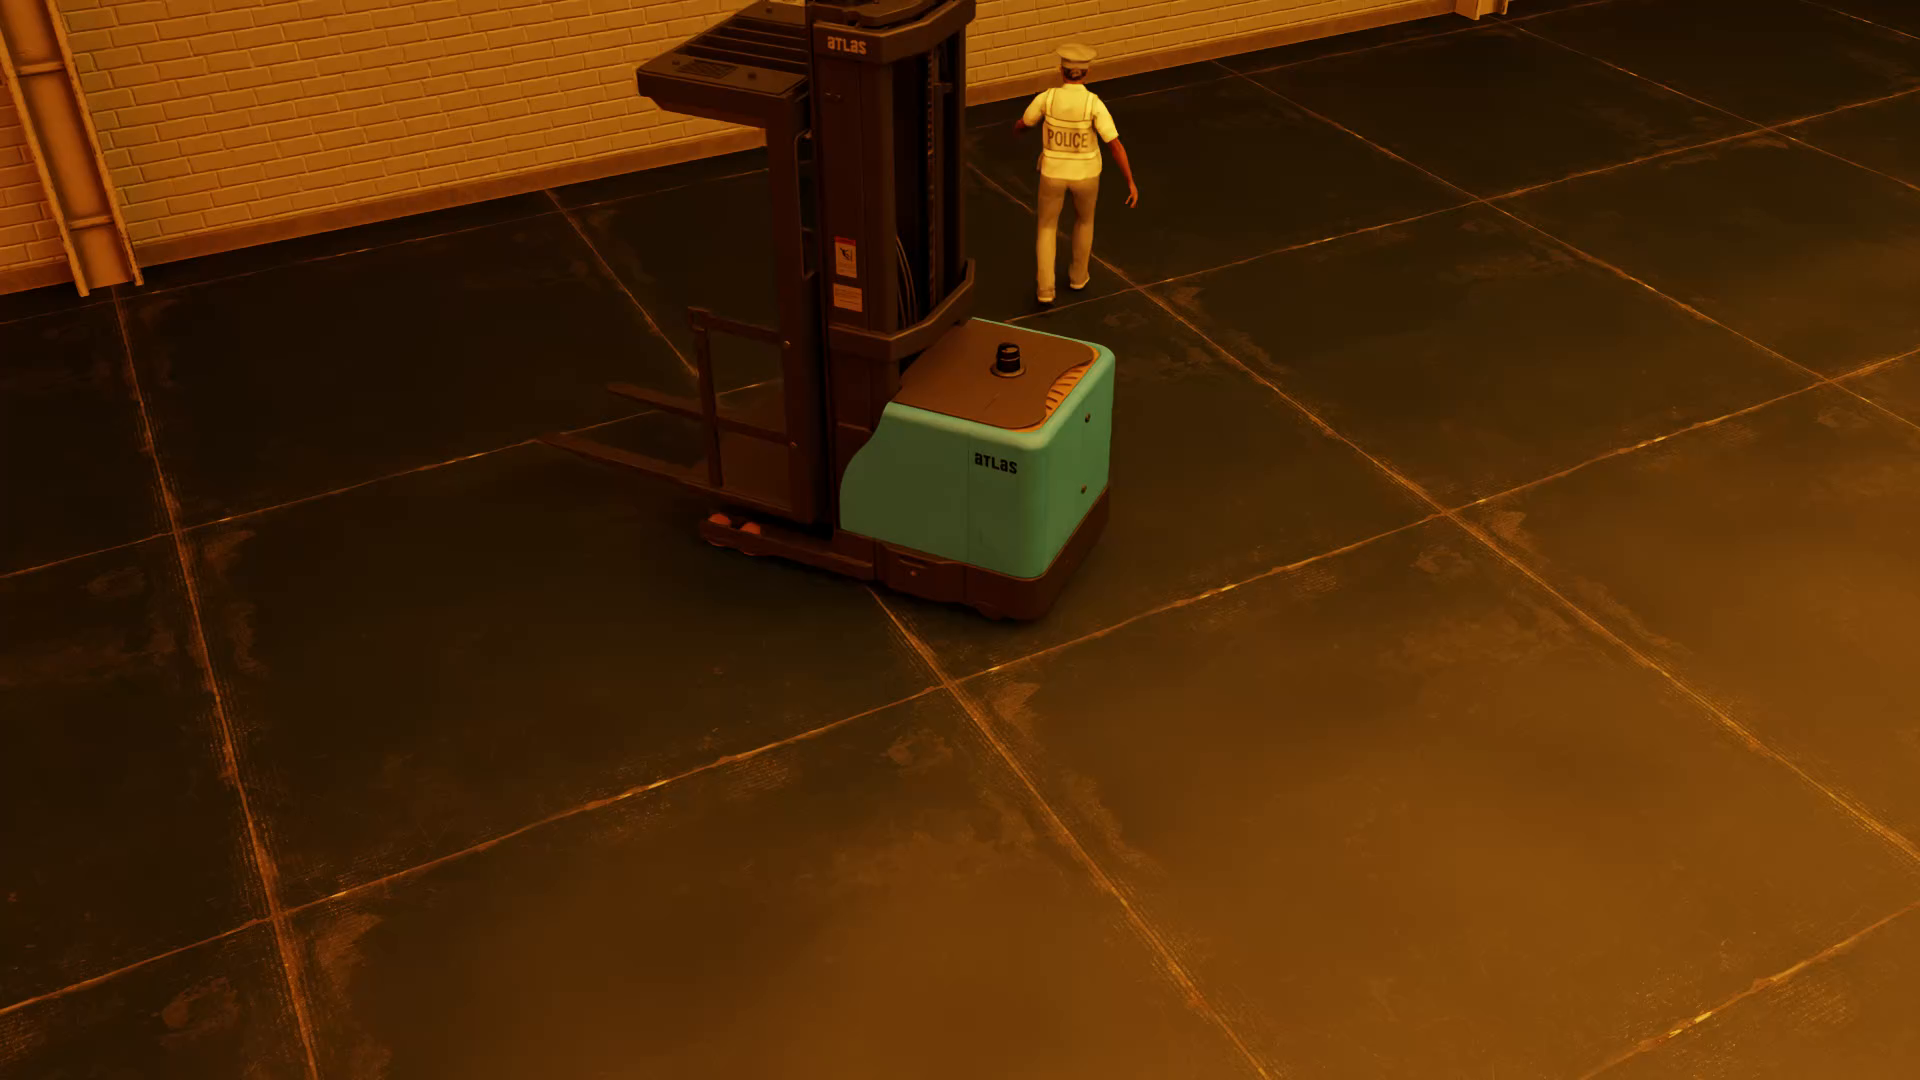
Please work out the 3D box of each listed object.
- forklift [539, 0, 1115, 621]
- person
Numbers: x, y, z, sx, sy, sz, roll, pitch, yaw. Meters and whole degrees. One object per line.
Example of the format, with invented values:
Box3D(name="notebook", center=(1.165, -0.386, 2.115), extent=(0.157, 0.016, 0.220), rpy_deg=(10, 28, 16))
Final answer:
Box3D(name="forklift", center=(-0.784, -1.375, 8.069), extent=(3.031, 2.935, 1.130), rpy_deg=(15, 38, 20))
Box3D(name="person", center=(0.714, -2.301, 10.510), extent=(0.850, 1.645, 0.710), rpy_deg=(5, 36, 8))
